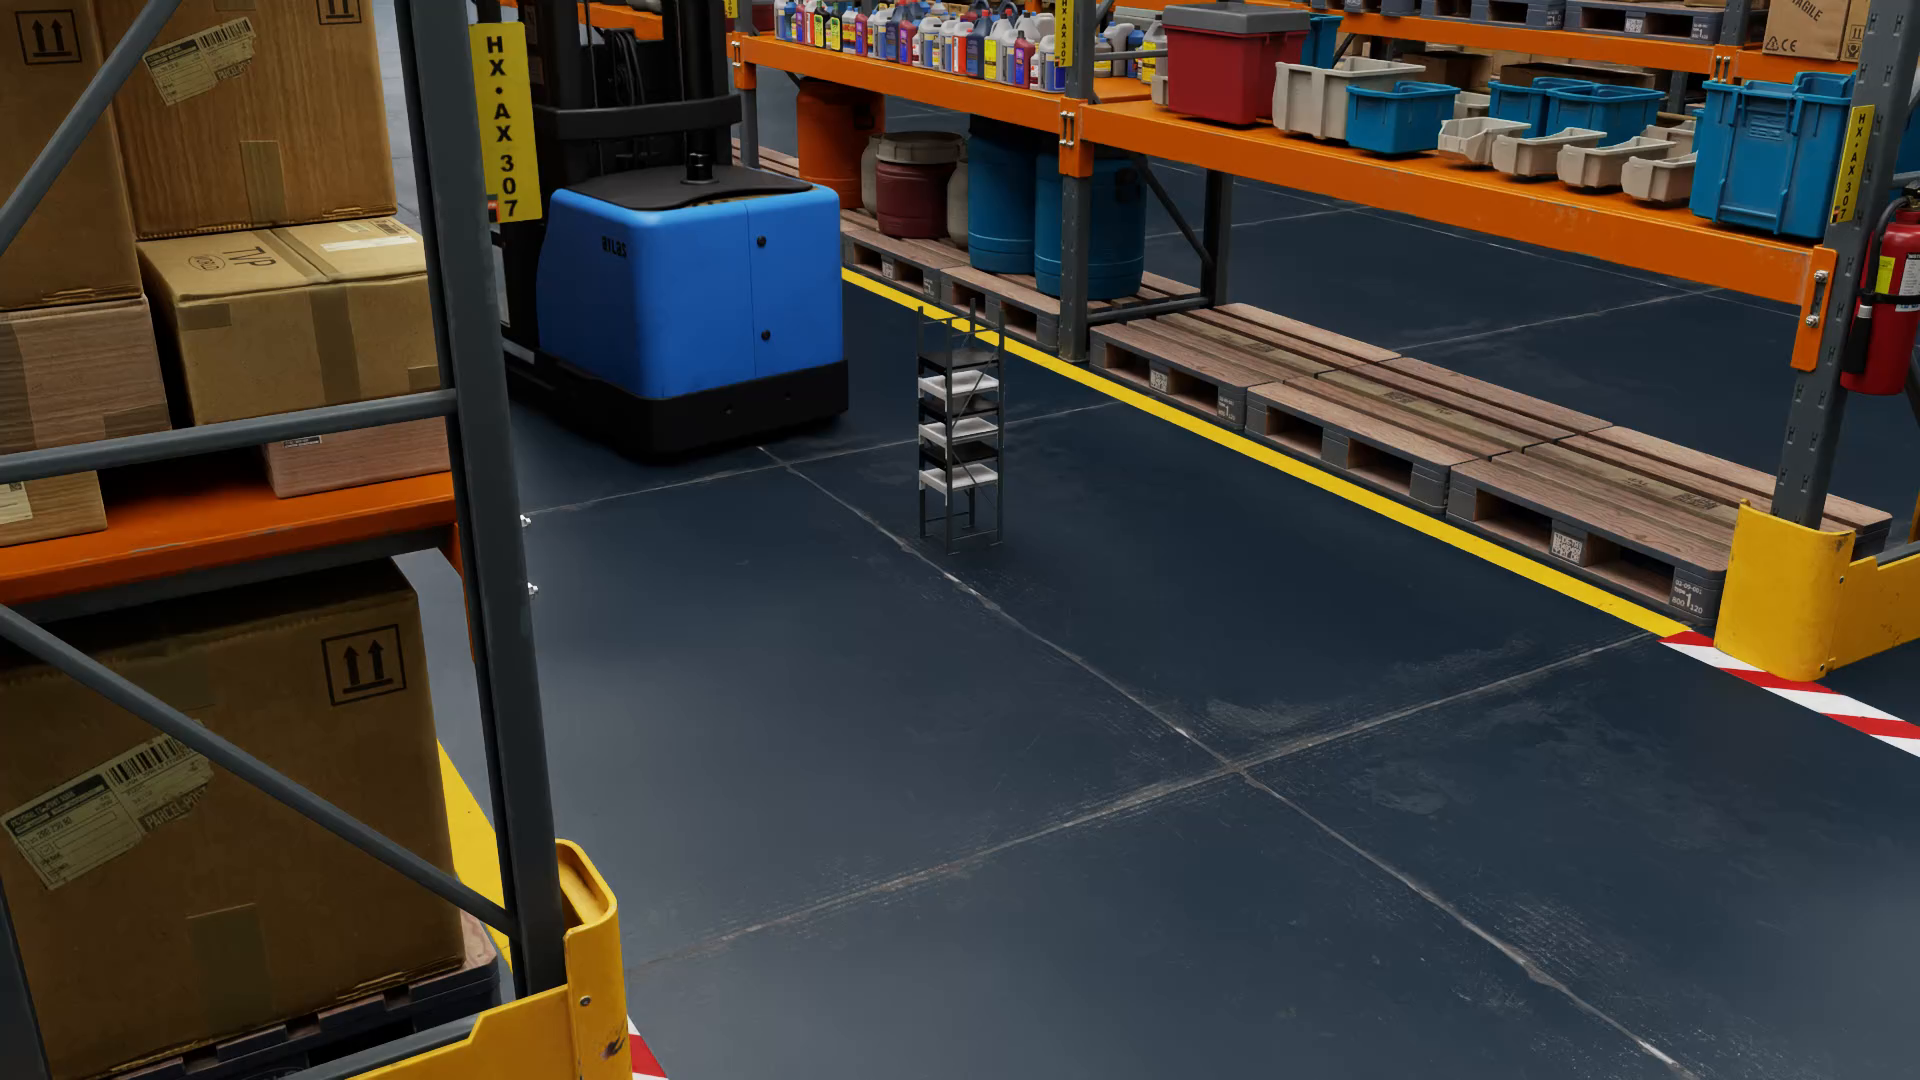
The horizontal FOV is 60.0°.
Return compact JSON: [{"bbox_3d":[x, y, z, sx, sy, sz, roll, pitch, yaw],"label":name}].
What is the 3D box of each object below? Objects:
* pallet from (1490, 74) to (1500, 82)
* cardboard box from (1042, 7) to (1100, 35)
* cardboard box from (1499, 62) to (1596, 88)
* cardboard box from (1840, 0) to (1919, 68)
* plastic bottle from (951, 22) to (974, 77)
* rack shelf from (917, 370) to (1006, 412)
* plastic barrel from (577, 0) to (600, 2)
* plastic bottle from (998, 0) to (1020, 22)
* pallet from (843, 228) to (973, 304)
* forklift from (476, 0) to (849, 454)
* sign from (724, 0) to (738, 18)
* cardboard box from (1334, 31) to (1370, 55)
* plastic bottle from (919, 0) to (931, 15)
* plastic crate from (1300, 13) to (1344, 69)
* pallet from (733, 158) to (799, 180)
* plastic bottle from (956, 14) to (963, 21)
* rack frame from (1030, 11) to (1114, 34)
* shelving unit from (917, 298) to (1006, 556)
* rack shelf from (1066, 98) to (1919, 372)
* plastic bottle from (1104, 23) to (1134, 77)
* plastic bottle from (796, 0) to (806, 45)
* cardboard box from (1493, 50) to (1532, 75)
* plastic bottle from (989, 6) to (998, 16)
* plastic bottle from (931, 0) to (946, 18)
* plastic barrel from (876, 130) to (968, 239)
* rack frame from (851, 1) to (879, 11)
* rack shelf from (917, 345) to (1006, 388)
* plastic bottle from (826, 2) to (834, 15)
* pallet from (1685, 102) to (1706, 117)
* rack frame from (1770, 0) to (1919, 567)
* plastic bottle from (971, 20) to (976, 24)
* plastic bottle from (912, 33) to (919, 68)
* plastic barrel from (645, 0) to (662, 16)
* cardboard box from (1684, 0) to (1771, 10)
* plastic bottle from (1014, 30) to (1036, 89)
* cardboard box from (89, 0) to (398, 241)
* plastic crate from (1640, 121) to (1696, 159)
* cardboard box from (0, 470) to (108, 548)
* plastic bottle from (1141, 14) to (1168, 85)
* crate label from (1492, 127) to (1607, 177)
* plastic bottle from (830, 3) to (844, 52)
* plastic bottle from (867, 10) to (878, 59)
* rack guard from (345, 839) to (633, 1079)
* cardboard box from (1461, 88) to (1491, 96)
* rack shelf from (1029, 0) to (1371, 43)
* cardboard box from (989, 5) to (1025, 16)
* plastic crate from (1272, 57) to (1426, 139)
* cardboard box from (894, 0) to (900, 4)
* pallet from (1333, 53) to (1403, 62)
[{"bbox_3d":[6.427,-4.958,18.230,1.003,0.211,1.213,-13,25,-28],"label":"pallet"},{"bbox_3d":[1.176,-5.422,17.765,0.500,0.500,0.500,-13,25,-28],"label":"cardboard box"},{"bbox_3d":[4.425,-3.436,12.521,0.500,0.250,0.500,-13,26,-29],"label":"cardboard box"},{"bbox_3d":[5.520,-3.017,9.619,0.500,0.500,0.500,-12,25,-27],"label":"cardboard box"},{"bbox_3d":[0.046,-2.691,9.114,0.152,0.276,0.135,-13,25,-28],"label":"plastic bottle"},{"bbox_3d":[0.004,-0.550,6.080,0.258,0.077,0.200,-13,25,-28],"label":"rack shelf"},{"bbox_3d":[-3.180,-5.041,14.063,0.600,0.901,0.708,-13,25,-28],"label":"plastic barrel"},{"bbox_3d":[0.292,-3.093,10.002,0.144,0.351,0.185,-13,25,-28],"label":"plastic bottle"},{"bbox_3d":[-0.016,-1.763,10.370,1.003,0.211,1.213,-13,25,-28],"label":"pallet"},{"bbox_3d":[-1.816,-2.208,7.851,1.130,2.935,3.031,-17,27,-35],"label":"forklift"},{"bbox_3d":[-1.543,-3.664,11.126,0.100,0.325,0.005,-13,25,-28],"label":"sign"},{"bbox_3d":[4.836,-6.271,20.493,0.500,0.500,0.500,-15,26,-32],"label":"cardboard box"},{"bbox_3d":[-0.239,-3.410,10.888,0.097,0.271,0.097,0,22,0],"label":"plastic bottle"},{"bbox_3d":[1.502,-2.337,8.019,0.392,0.384,0.575,-13,25,-28],"label":"plastic crate"},{"bbox_3d":[-1.436,-2.663,12.584,1.003,0.211,1.213,-13,25,-28],"label":"pallet"},{"bbox_3d":[0.009,-3.220,10.513,0.097,0.201,0.097,0,22,0],"label":"plastic bottle"},{"bbox_3d":[1.144,-5.943,16.950,1.000,3.000,0.127,-13,25,-28],"label":"rack frame"},{"bbox_3d":[0.004,-0.414,6.136,0.258,0.900,0.210,-13,25,-28],"label":"shelving unit"},{"bbox_3d":[1.991,-1.421,6.780,1.077,0.370,4.000,-13,25,-28],"label":"rack shelf"},{"bbox_3d":[0.874,-2.686,9.101,0.152,0.276,0.135,-13,25,-28],"label":"plastic bottle"},{"bbox_3d":[-1.002,-3.325,10.664,0.061,0.283,0.133,-13,25,-28],"label":"plastic bottle"},{"bbox_3d":[6.324,-5.377,18.293,0.700,0.500,0.500,-12,25,-28],"label":"cardboard box"},{"bbox_3d":[0.194,-3.109,10.132,0.061,0.283,0.133,-13,25,-28],"label":"plastic bottle"},{"bbox_3d":[-0.140,-3.347,10.733,0.097,0.271,0.097,0,22,0],"label":"plastic bottle"},{"bbox_3d":[-0.232,-2.254,10.517,0.600,0.588,0.708,-13,25,-28],"label":"plastic barrel"},{"bbox_3d":[-0.900,-7.238,20.136,1.000,3.000,0.127,-13,25,-28],"label":"rack frame"},{"bbox_3d":[0.004,-0.633,6.046,0.258,0.077,0.200,-13,25,-28],"label":"rack shelf"},{"bbox_3d":[-0.806,-3.254,10.505,0.097,0.271,0.097,0,22,0],"label":"plastic bottle"},{"bbox_3d":[7.781,-4.041,15.973,1.003,0.211,1.213,-13,25,-28],"label":"pallet"},{"bbox_3d":[3.013,-1.107,5.052,1.000,3.000,0.127,-13,25,-28],"label":"rack frame"},{"bbox_3d":[0.075,-2.763,9.296,0.097,0.271,0.097,0,22,0],"label":"plastic bottle"},{"bbox_3d":[-0.224,-2.808,9.500,0.097,0.201,0.097,0,22,0],"label":"plastic bottle"},{"bbox_3d":[-2.221,-4.325,12.789,0.433,0.535,0.433,0,22,0],"label":"plastic barrel"},{"bbox_3d":[5.180,-3.791,10.964,0.500,0.500,0.700,17,28,36],"label":"cardboard box"},{"bbox_3d":[0.333,-2.479,8.583,0.061,0.283,0.133,-13,25,-28],"label":"plastic bottle"},{"bbox_3d":[-1.513,-0.939,3.447,0.500,0.500,0.500,-13,26,-30],"label":"cardboard box"},{"bbox_3d":[2.731,-1.495,6.277,0.250,0.136,0.298,-13,25,-28],"label":"plastic crate"},{"bbox_3d":[-1.710,-0.090,2.883,0.380,0.149,0.250,-12,25,-27],"label":"cardboard box"},{"bbox_3d":[1.048,-2.569,8.713,0.144,0.351,0.185,-13,25,-28],"label":"plastic bottle"},{"bbox_3d":[2.142,-1.424,6.102,0.396,0.136,0.243,-13,25,-28],"label":"crate label"},{"bbox_3d":[-0.747,-3.164,10.267,0.061,0.283,0.133,-13,25,-28],"label":"plastic bottle"},{"bbox_3d":[-0.505,-3.018,9.925,0.097,0.271,0.097,0,22,0],"label":"plastic bottle"},{"bbox_3d":[-1.233,1.011,3.160,1.175,0.500,0.348,-13,25,-28],"label":"rack guard"},{"bbox_3d":[4.130,-3.269,13.106,0.500,0.500,0.500,-14,26,-30],"label":"cardboard box"},{"bbox_3d":[2.165,-4.963,15.492,1.077,0.370,4.000,-13,25,-28],"label":"rack shelf"},{"bbox_3d":[0.473,-5.484,17.917,0.500,0.500,0.500,-13,25,-28],"label":"cardboard box"},{"bbox_3d":[1.591,-1.845,6.945,0.437,0.282,0.530,-13,25,-28],"label":"plastic crate"},{"bbox_3d":[-0.560,-6.128,19.503,0.500,0.500,0.500,-13,25,-28],"label":"cardboard box"},{"bbox_3d":[5.027,-5.816,20.340,1.003,0.211,1.213,-13,25,-28],"label":"pallet"}]
